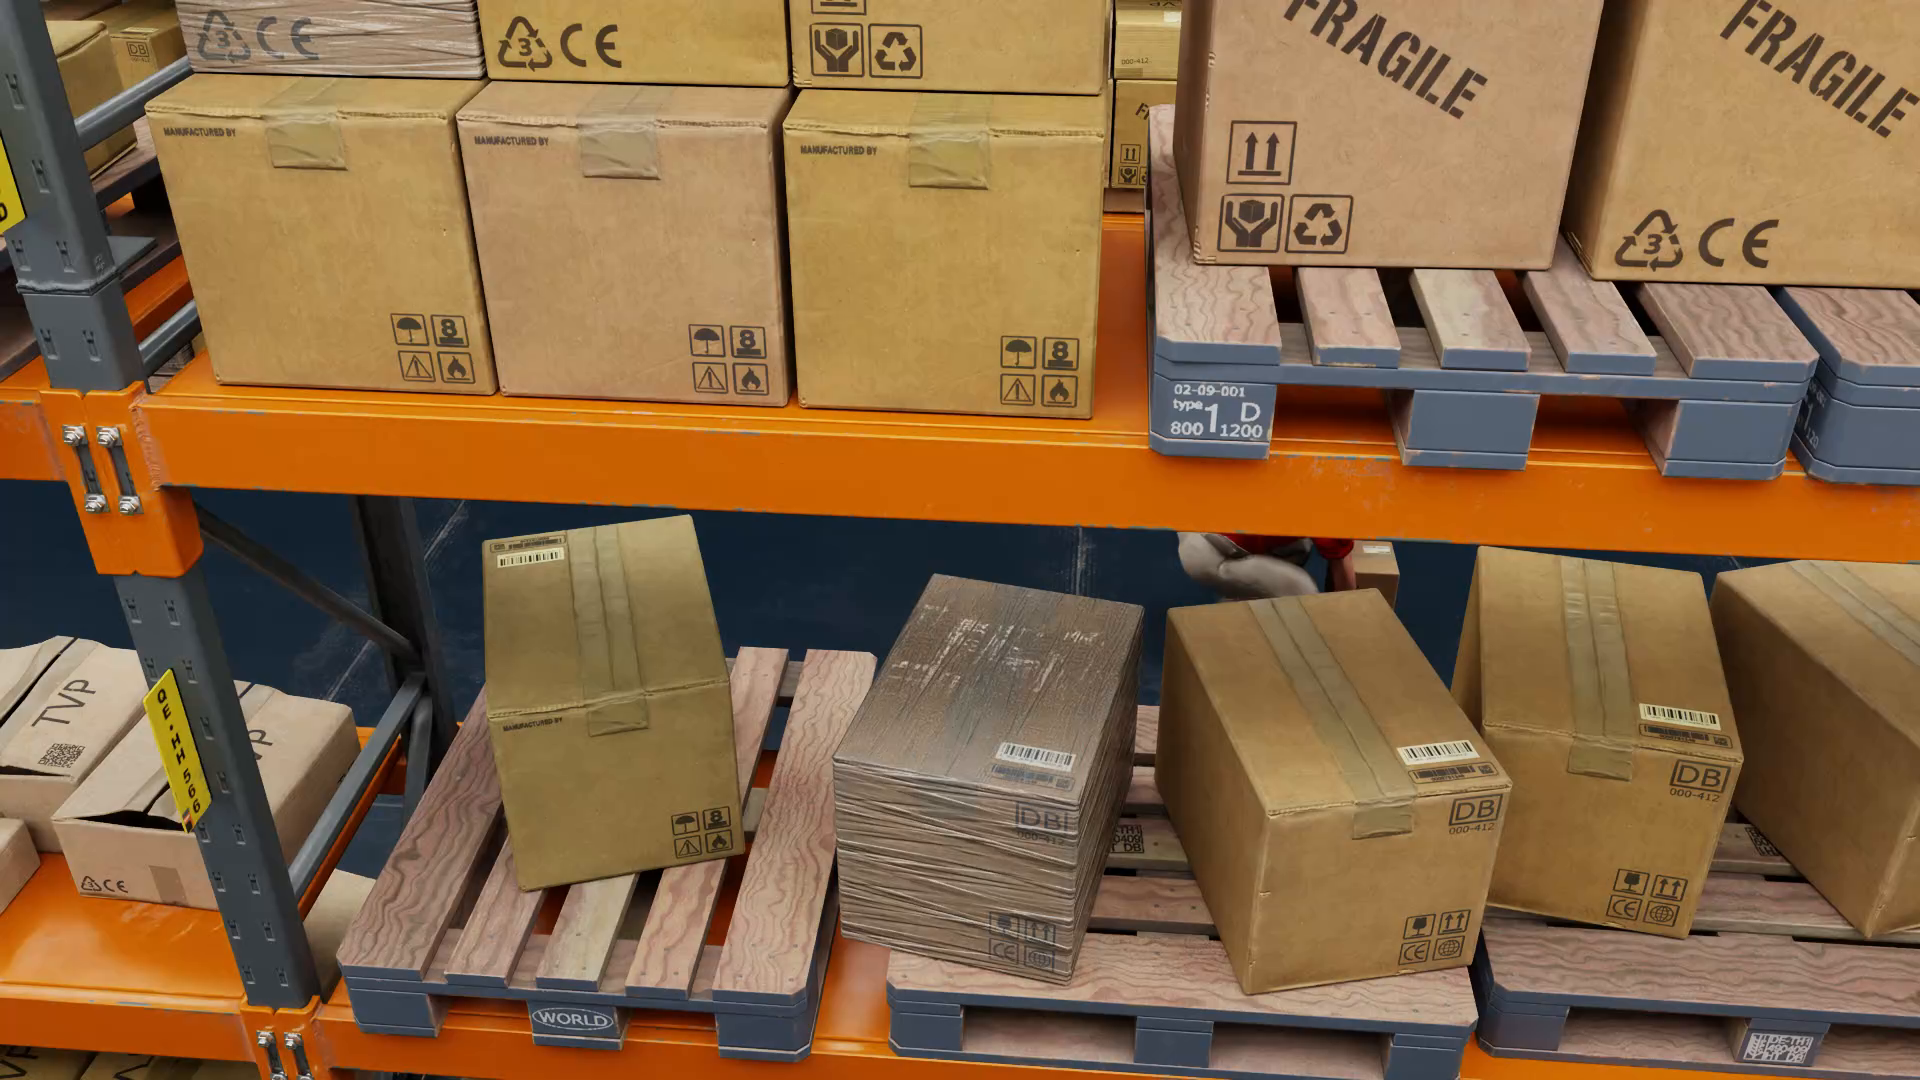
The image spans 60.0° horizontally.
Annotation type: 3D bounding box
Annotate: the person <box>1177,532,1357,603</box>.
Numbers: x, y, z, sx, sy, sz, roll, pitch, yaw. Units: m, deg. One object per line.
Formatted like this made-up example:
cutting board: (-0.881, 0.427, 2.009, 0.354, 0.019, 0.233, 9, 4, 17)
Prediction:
person: (1.367, 0.021, 6.830, 0.802, 0.991, 0.533, 2, 32, 3)
